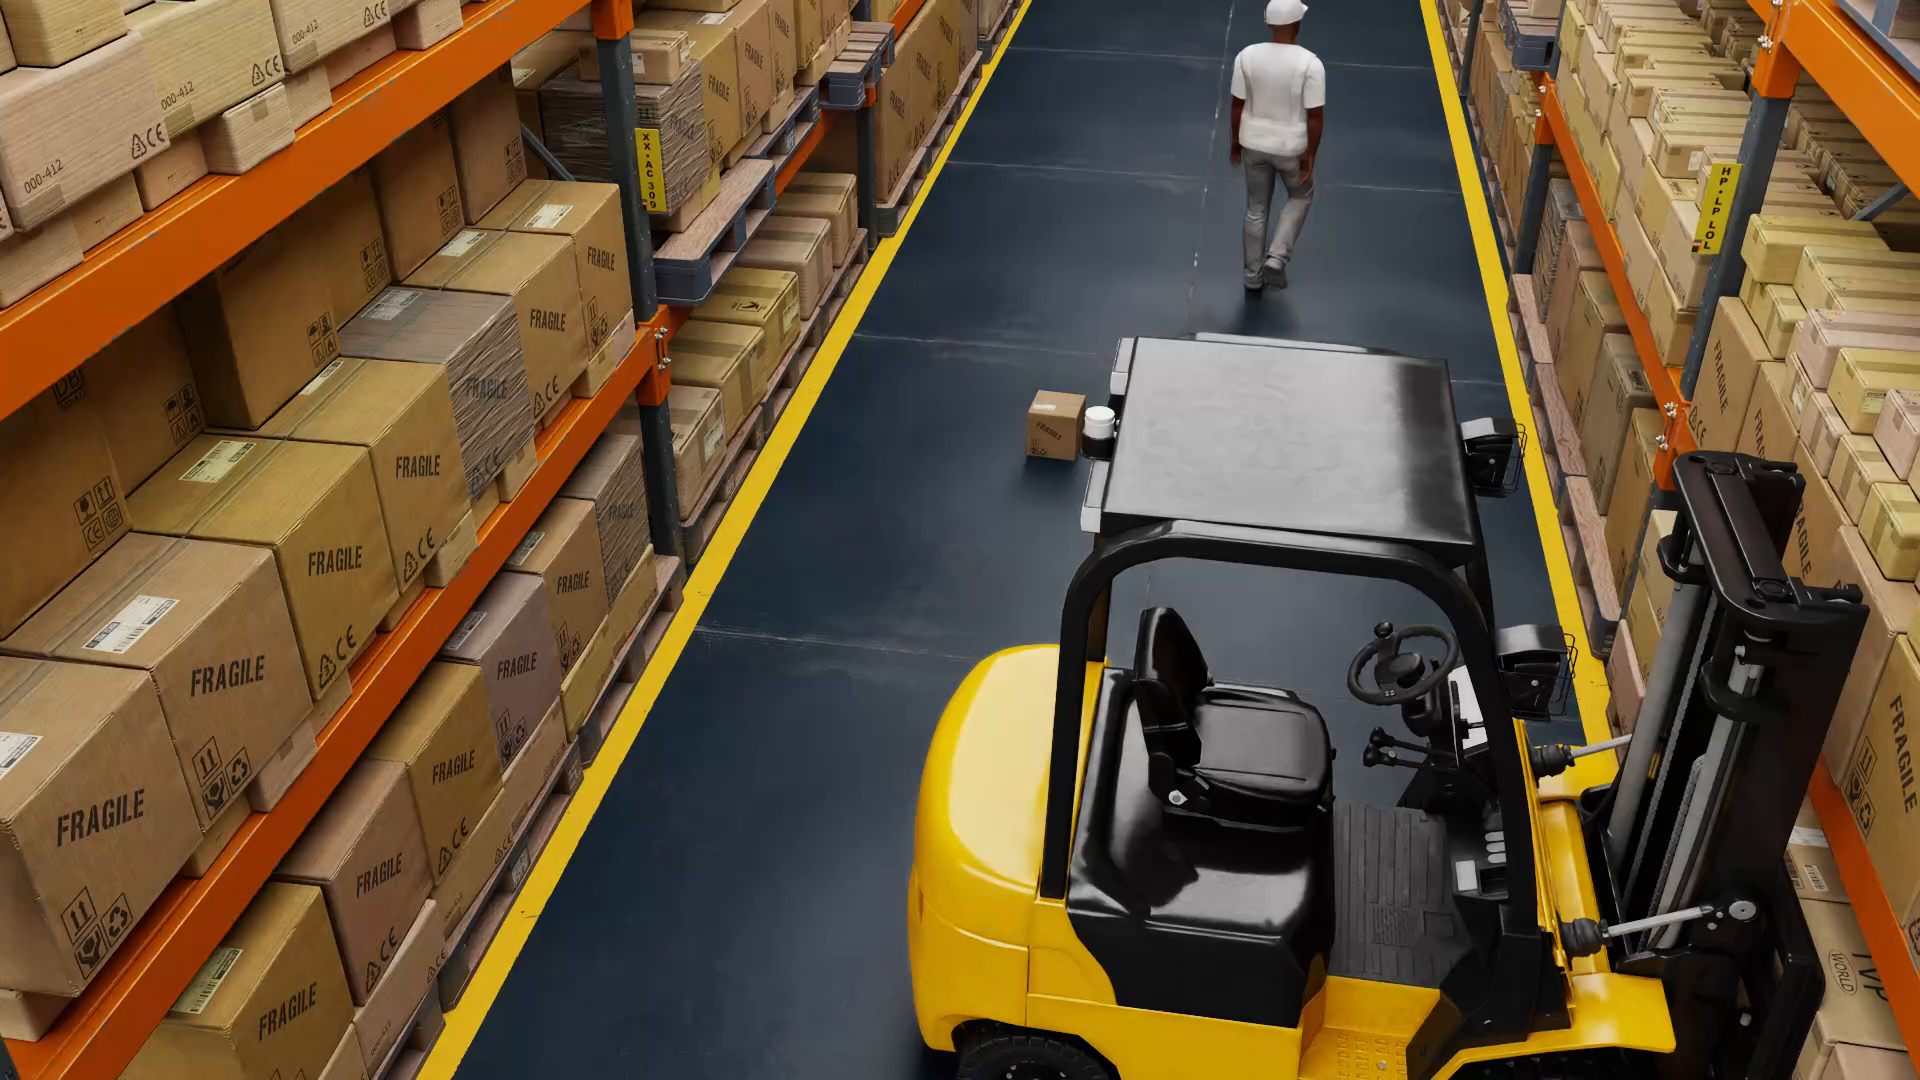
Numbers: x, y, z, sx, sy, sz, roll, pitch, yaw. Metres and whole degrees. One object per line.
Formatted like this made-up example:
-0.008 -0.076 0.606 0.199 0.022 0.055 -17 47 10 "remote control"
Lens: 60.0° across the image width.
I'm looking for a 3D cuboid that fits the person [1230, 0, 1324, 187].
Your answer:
1.842 -2.597 9.545 0.564 1.065 0.347 14 35 21 "person"
